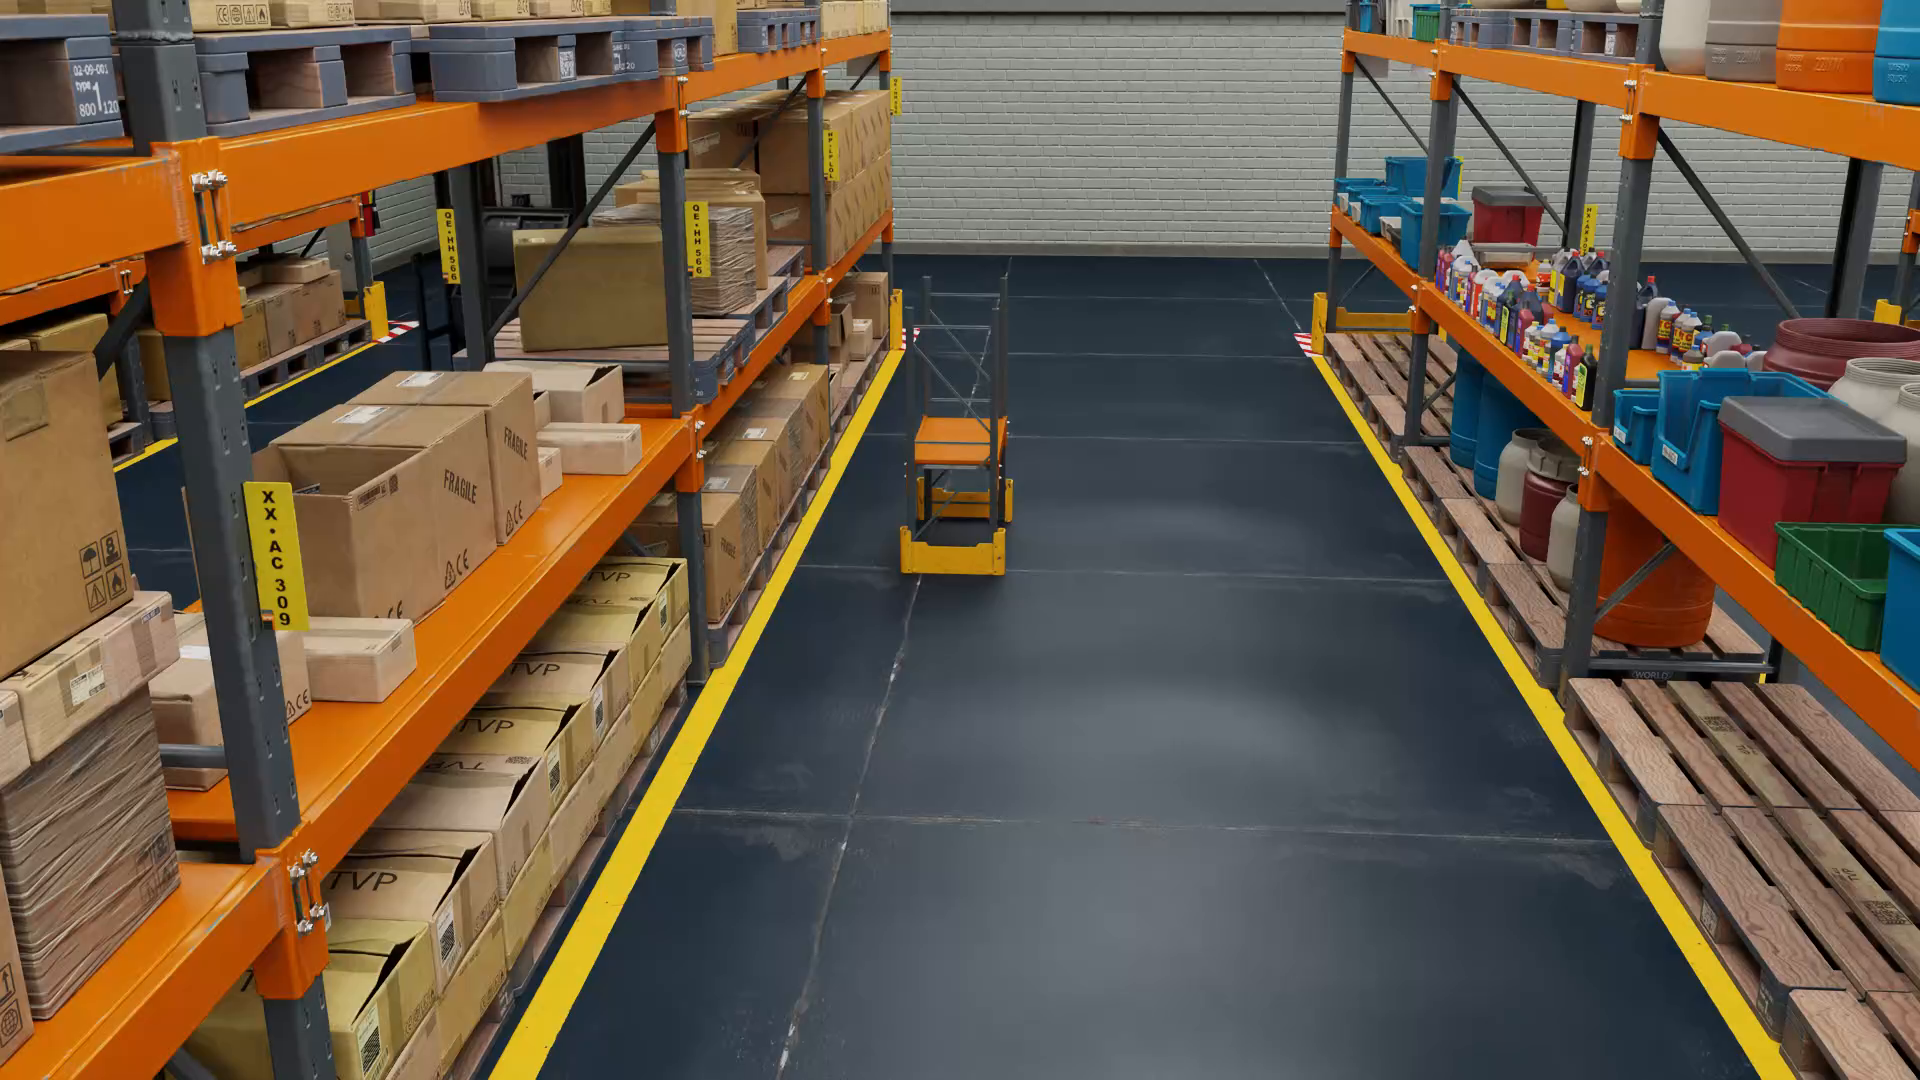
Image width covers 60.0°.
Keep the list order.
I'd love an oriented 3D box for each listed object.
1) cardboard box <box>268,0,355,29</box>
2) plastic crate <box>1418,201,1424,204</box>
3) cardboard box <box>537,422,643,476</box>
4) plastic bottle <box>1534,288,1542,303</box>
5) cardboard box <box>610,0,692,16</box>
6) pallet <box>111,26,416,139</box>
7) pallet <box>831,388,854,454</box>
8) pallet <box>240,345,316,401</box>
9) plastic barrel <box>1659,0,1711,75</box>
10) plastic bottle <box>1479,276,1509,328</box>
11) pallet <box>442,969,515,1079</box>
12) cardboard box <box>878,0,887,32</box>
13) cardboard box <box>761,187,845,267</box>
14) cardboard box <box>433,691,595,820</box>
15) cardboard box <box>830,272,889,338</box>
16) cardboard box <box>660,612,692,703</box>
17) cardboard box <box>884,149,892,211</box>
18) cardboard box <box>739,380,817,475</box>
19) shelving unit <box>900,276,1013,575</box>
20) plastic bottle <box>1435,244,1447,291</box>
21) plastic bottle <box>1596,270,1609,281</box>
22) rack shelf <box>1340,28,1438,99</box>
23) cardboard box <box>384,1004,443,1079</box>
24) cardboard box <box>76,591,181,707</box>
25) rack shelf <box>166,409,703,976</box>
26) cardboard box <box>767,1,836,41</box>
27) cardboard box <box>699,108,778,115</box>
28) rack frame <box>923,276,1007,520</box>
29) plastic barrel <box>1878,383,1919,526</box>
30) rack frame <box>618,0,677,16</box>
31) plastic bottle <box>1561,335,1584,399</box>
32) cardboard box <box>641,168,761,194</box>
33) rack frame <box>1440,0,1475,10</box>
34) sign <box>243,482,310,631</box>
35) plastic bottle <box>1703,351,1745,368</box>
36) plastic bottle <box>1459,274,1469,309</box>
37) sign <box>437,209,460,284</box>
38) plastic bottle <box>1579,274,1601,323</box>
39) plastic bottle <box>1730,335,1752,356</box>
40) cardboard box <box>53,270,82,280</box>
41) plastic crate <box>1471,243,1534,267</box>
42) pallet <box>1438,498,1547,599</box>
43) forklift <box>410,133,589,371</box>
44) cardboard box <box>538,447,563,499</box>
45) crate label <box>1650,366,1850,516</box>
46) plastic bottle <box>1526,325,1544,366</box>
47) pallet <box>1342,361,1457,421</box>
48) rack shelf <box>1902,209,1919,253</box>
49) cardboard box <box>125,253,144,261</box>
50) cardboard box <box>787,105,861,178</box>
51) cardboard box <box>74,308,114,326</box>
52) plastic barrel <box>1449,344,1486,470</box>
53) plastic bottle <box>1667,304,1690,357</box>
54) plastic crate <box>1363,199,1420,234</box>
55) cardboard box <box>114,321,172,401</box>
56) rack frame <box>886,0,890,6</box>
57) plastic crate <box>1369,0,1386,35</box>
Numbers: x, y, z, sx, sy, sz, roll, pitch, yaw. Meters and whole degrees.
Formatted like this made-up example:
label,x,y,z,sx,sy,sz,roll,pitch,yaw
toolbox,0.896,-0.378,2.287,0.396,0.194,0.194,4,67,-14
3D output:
label,x,y,z,sx,sy,sz,roll,pitch,yaw
cardboard box,-1.891,-1.442,4.255,0.500,0.250,0.500,0,18,-1
plastic crate,3.906,-2.698,13.666,0.396,0.136,0.243,1,18,4
cardboard box,-1.484,-0.364,6.619,0.380,0.149,0.250,1,18,4
plastic bottle,3.130,-1.244,9.109,0.097,0.271,0.097,0,18,0
cardboard box,-1.697,-2.378,7.385,0.910,0.500,0.500,1,18,4
pallet,-1.931,-1.135,4.060,0.805,0.209,1.217,1,18,2
pallet,-1.358,-0.899,12.328,1.003,0.211,1.213,1,18,4
pallet,-6.132,-1.410,13.886,1.003,0.211,1.213,1,18,4
plastic barrel,2.918,-2.046,6.353,0.421,0.512,0.421,0,18,0
plastic bottle,3.036,-1.345,9.411,0.152,0.276,0.135,1,18,4
pallet,-1.968,1.569,4.795,1.003,0.211,1.213,1,18,4
cardboard box,-0.895,-4.442,14.086,0.500,0.250,0.500,1,18,4
cardboard box,-1.100,-2.211,11.692,0.500,0.500,0.500,2,18,5
cardboard box,-1.595,0.714,5.768,0.500,0.311,0.500,2,18,5
cardboard box,-0.915,-2.100,14.823,0.500,0.500,0.500,1,18,4
cardboard box,-1.489,0.507,7.299,0.500,0.250,0.500,2,18,5
cardboard box,-0.882,-3.156,14.576,0.500,0.500,0.500,2,18,6
cardboard box,-1.201,-0.719,10.608,0.500,0.500,0.500,1,18,4
shelving unit,-0.005,-0.689,9.617,0.587,1.500,1.083,1,18,4
plastic bottle,3.080,-1.739,10.602,0.061,0.283,0.133,1,18,4
plastic bottle,3.764,-1.441,9.701,0.152,0.276,0.135,1,18,4
rack shelf,3.676,-3.604,12.443,1.077,0.370,4.000,1,18,4
cardboard box,-1.706,1.461,4.388,0.500,0.250,0.500,1,18,3
cardboard box,-1.787,0.207,3.271,0.380,0.149,0.250,1,18,4
rack shelf,-1.838,0.194,5.668,1.077,0.370,4.000,1,18,4
cardboard box,-1.126,-3.511,11.243,0.500,0.250,0.500,1,18,4
cardboard box,-1.596,-2.856,12.054,0.500,0.500,0.500,1,18,3
rack frame,0.030,-0.844,10.090,0.500,1.500,0.032,1,18,4
plastic barrel,3.355,-0.255,5.704,0.421,0.512,0.421,0,18,0
rack frame,-1.695,-3.620,6.517,1.000,3.000,0.127,1,18,4
plastic bottle,2.866,-0.808,7.760,0.061,0.283,0.133,1,18,4
cardboard box,-1.665,-2.116,10.728,0.700,0.500,0.500,-5,19,-15
rack frame,3.532,-4.750,9.968,1.000,3.000,0.127,1,18,4
sign,-1.428,0.037,3.477,0.100,0.325,0.005,1,18,4
plastic bottle,3.447,-0.729,7.528,0.152,0.276,0.135,1,18,4
plastic bottle,3.050,-1.490,9.973,0.097,0.201,0.097,0,18,0
sign,-2.237,-1.290,7.312,0.100,0.325,0.005,1,18,4
plastic bottle,3.629,-1.394,9.565,0.097,0.271,0.097,0,18,0
plastic bottle,3.668,-0.830,7.825,0.061,0.283,0.133,1,18,4
cardboard box,-6.086,-1.820,11.032,0.380,0.149,0.250,2,18,5
plastic crate,3.708,-1.944,11.365,0.396,0.136,0.243,1,18,4
pallet,3.351,0.045,9.448,1.003,0.211,1.213,1,18,4
forklift,-3.321,-2.192,11.907,1.130,2.935,3.031,3,18,9
cardboard box,-1.730,-0.252,6.278,0.380,0.149,0.250,3,18,8
crate label,2.905,-0.371,6.182,0.502,0.435,0.616,1,18,4
plastic bottle,2.934,-0.986,8.435,0.097,0.201,0.097,0,18,0
pallet,3.631,-1.183,13.195,1.003,0.211,1.213,1,18,4
rack shelf,8.616,-2.068,12.572,1.077,0.370,4.000,1,18,4
cardboard box,-6.294,-2.431,12.043,0.980,0.700,0.700,2,18,5
cardboard box,-1.020,-2.994,12.475,0.500,0.500,0.500,1,18,2
cardboard box,-6.402,-1.630,12.378,0.380,0.149,0.250,1,18,4
plastic barrel,3.476,-0.933,10.649,0.600,0.901,0.708,1,18,4
plastic bottle,3.727,-1.087,8.609,0.061,0.283,0.133,1,18,4
plastic crate,3.357,-2.519,12.966,0.416,0.233,0.300,1,18,4
cardboard box,-6.193,-1.362,12.603,0.700,0.500,0.500,2,18,5
rack frame,-1.121,-6.104,14.100,1.000,3.000,0.127,1,18,4
plastic crate,3.435,-4.069,12.807,0.504,0.338,0.767,1,18,4
